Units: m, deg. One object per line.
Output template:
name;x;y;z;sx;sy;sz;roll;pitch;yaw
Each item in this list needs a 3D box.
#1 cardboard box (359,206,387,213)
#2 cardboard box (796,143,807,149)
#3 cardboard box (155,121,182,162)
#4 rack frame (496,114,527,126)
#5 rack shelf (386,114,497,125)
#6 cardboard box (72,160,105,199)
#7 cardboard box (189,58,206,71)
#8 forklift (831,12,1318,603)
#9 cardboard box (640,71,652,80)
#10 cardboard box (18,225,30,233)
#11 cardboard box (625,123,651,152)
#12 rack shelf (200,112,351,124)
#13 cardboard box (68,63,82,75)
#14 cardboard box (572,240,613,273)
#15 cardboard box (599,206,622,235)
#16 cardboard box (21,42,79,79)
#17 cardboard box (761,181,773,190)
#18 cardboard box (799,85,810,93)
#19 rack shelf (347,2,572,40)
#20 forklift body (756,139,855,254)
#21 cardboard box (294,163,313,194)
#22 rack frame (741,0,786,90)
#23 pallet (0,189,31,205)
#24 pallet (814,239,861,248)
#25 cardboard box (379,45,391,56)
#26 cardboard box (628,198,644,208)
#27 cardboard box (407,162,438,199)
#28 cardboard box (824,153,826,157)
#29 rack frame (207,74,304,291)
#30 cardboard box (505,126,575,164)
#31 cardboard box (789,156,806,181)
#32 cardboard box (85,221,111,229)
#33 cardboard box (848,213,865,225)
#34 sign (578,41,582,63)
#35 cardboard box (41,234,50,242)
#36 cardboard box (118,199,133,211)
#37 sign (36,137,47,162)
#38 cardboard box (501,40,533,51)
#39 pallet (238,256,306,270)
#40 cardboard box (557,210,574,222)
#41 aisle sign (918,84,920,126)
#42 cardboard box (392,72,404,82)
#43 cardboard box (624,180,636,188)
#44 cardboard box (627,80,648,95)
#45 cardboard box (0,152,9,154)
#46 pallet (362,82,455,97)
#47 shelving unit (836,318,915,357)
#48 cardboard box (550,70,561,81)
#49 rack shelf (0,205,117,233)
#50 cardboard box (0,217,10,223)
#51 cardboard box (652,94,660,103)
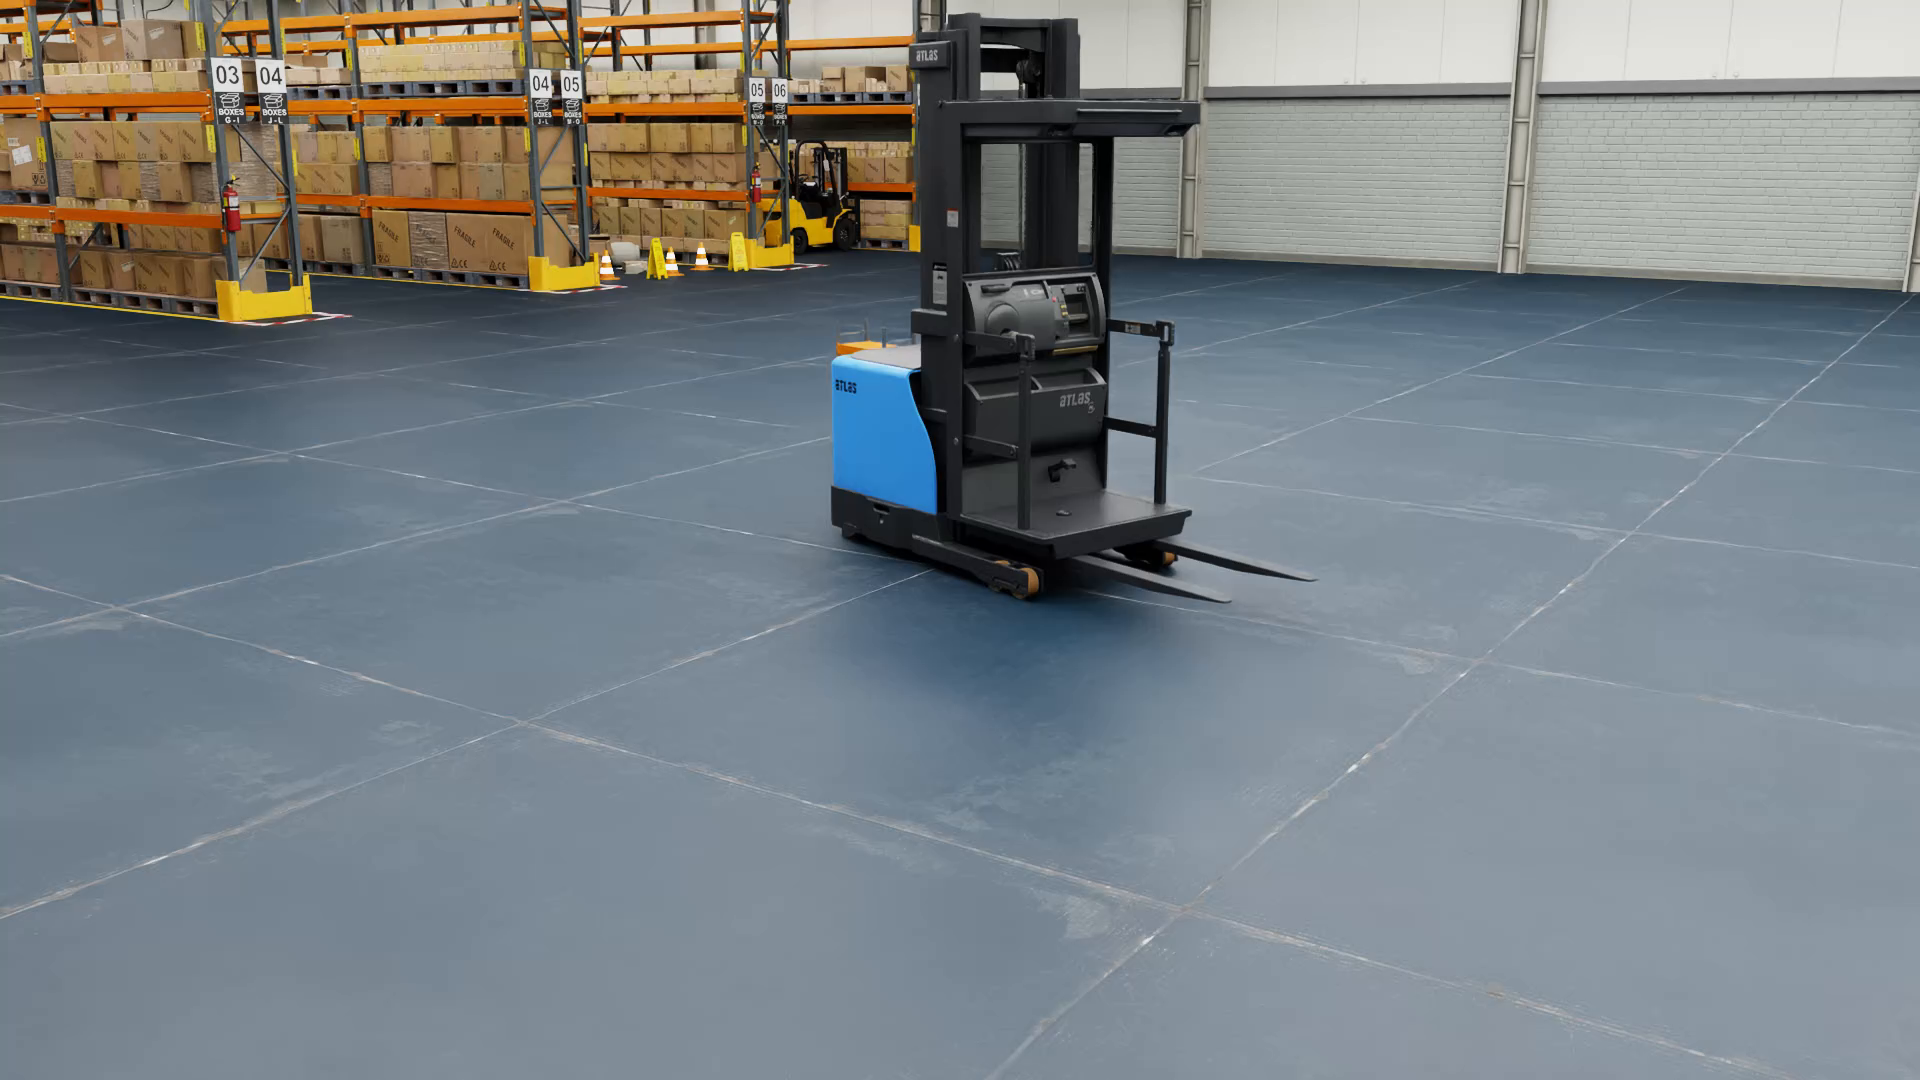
cardboard box;-12.001;-6.901;35.006;0.875;0.875;0.875;10;17;34
cardboard box;-3.169;-8.134;34.262;0.250;0.149;0.380;10;17;34
cardboard box;-9.900;-5.099;21.270;0.500;0.500;0.500;9;17;33
rack frame;-10.547;-8.905;39.556;0.127;3.000;1.000;9;17;33
rack shelf;-12.207;-10.281;40.365;4.000;0.370;1.077;9;17;33
cardboard box;-11.473;-4.913;22.599;0.500;0.500;0.875;9;17;33
cardboard box;-9.292;-5.882;20.581;0.250;0.149;0.380;9;17;33
forklift;0.546;-1.252;8.780;1.130;2.935;3.031;-11;18;-37
cardboard box;-5.486;-8.293;29.701;0.250;0.149;0.380;9;16;32
cardboard box;-18.420;-6.175;32.965;0.250;0.149;0.380;10;17;35
cardboard box;-5.619;-7.273;30.053;0.500;0.500;0.700;9;16;32
rack shelf;-14.974;-9.290;36.365;4.000;0.370;1.077;9;17;33
cardboard box;-11.636;-6.275;22.171;0.250;0.149;0.380;9;17;33
cardboard box;-6.227;-4.825;28.267;0.637;0.503;0.797;-1;14;-6
cardboard box;-6.337;-5.943;30.874;0.500;0.500;0.500;10;17;35
cardboard box;-12.541;-6.659;23.151;0.637;0.503;0.797;8;16;30
cardboard box;-3.523;-6.271;29.436;0.250;0.149;0.380;9;17;33
cardboard box;-3.068;-9.195;33.925;0.250;0.149;0.380;10;17;34
rack shelf;-7.695;-7.942;25.510;4.000;0.370;1.077;9;17;33
forklift body;-3.181;-6.775;32.715;1.214;2.155;2.313;9;17;33
cardboard box;-10.776;-6.043;27.783;0.500;0.500;0.500;9;17;33
rack frame;-3.357;-9.218;28.334;0.127;3.000;1.000;9;17;33
pallet;-13.860;-5.052;24.390;1.213;0.211;1.003;9;17;33
pallet;-2.256;-6.201;34.432;1.213;0.211;1.003;9;17;33
cardboard box;-8.820;-7.631;25.946;0.250;0.149;0.380;9;17;32
cardboard box;-5.839;-6.160;30.403;0.250;0.149;0.380;10;17;35
cardboard box;-8.191;-5.702;26.305;0.550;0.550;0.875;9;17;33
cardboard box;-2.745;-7.923;34.031;0.250;0.149;0.380;9;16;31
rack frame;-8.888;-4.330;21.073;0.127;3.000;1.000;9;17;33
cardboard box;-6.322;-5.960;25.097;0.550;0.550;0.875;9;17;33
cardboard box;-3.245;-7.703;34.490;0.500;0.500;0.500;10;17;34
cardboard box;-16.433;-6.019;31.718;0.250;0.149;0.380;10;17;34
cardboard box;-2.018;-6.545;33.830;0.500;0.250;0.500;9;16;32
sign;-5.721;-7.334;24.982;0.005;0.325;0.100;9;17;33
cardboard box;-17.765;-5.932;32.604;0.250;0.149;0.380;9;17;33
cardboard box;-10.944;-4.457;22.109;0.250;0.149;0.380;9;17;33
sign;-12.514;-5.317;22.651;0.005;0.325;0.100;9;17;33
cardboard box;-6.505;-7.256;24.434;0.250;0.149;0.380;9;17;33
pallet;-12.062;-4.904;29.194;1.213;0.211;1.003;9;17;33
cardboard box;-8.985;-7.578;38.522;0.500;0.500;0.500;8;16;31
aisle sign;-0.699;-8.491;32.470;0.004;0.787;0.394;9;17;33
cardboard box;-8.612;-7.210;25.905;0.250;0.149;0.380;9;16;32
cardboard box;-5.932;-6.521;30.446;0.250;0.149;0.380;10;17;35
cardboard box;-5.622;-8.119;29.831;0.500;0.250;0.500;9;17;33
cardboard box;-14.536;-5.536;24.862;0.500;0.500;0.700;12;19;41
pallet;-8.682;-7.143;26.378;1.213;0.211;1.003;9;17;33
shelving unit;-0.523;-0.752;10.363;0.258;1.200;0.503;-11;18;-37
cardboard box;-6.141;-7.002;25.064;0.250;0.149;0.380;9;17;33
rack shelf;-13.866;-4.785;24.410;4.000;0.370;1.077;9;17;33
cardboard box;-19.067;-6.422;33.344;0.250;0.149;0.380;8;16;30
cardboard box;-5.273;-7.878;29.687;0.250;0.149;0.380;9;17;33
